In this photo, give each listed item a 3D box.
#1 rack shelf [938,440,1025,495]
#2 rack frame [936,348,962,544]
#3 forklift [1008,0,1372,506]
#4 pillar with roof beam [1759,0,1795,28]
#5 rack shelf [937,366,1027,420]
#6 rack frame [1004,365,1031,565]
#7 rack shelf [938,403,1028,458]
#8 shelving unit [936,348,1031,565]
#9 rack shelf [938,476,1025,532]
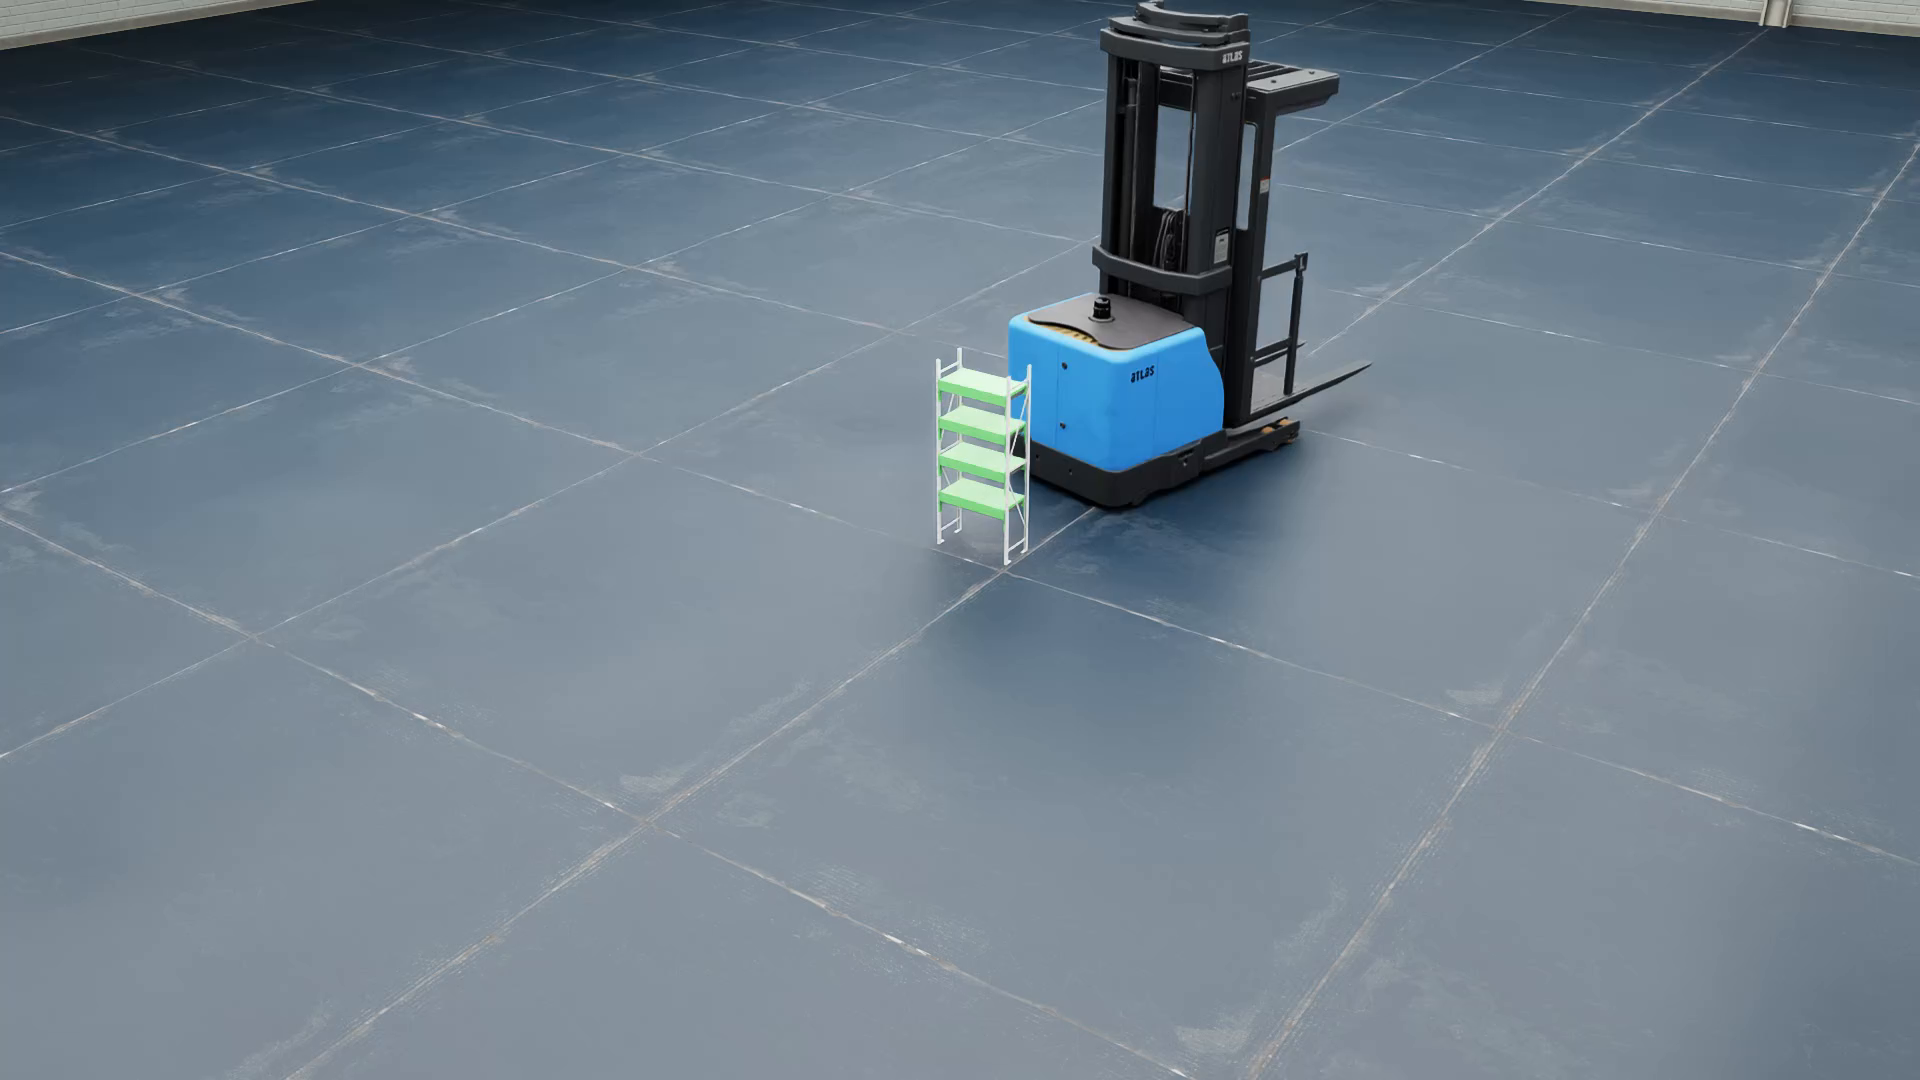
[{"bbox_3d":[0.136,-0.435,9.923,0.480,0.148,0.258,17,32,30],"label":"rack shelf"},{"bbox_3d":[-0.065,-0.555,10.017,0.015,1.200,0.240,17,32,30],"label":"rack frame"},{"bbox_3d":[1.725,-2.072,11.091,3.031,2.935,1.130,-23,35,-37],"label":"forklift"},{"bbox_3d":[10.382,-10.508,20.977,0.400,9.000,9.100,17,32,30],"label":"pillar with roof beam"},{"bbox_3d":[0.136,-0.863,9.706,0.480,0.148,0.258,17,32,30],"label":"rack shelf"},{"bbox_3d":[0.338,-0.430,9.771,0.015,1.200,0.240,17,32,30],"label":"rack frame"},{"bbox_3d":[0.136,-0.649,9.814,0.480,0.148,0.258,17,32,30],"label":"rack shelf"},{"bbox_3d":[0.136,-0.492,9.894,0.503,1.200,0.258,17,32,30],"label":"shelving unit"},{"bbox_3d":[0.136,-0.221,10.032,0.480,0.148,0.258,17,32,30],"label":"rack shelf"}]
